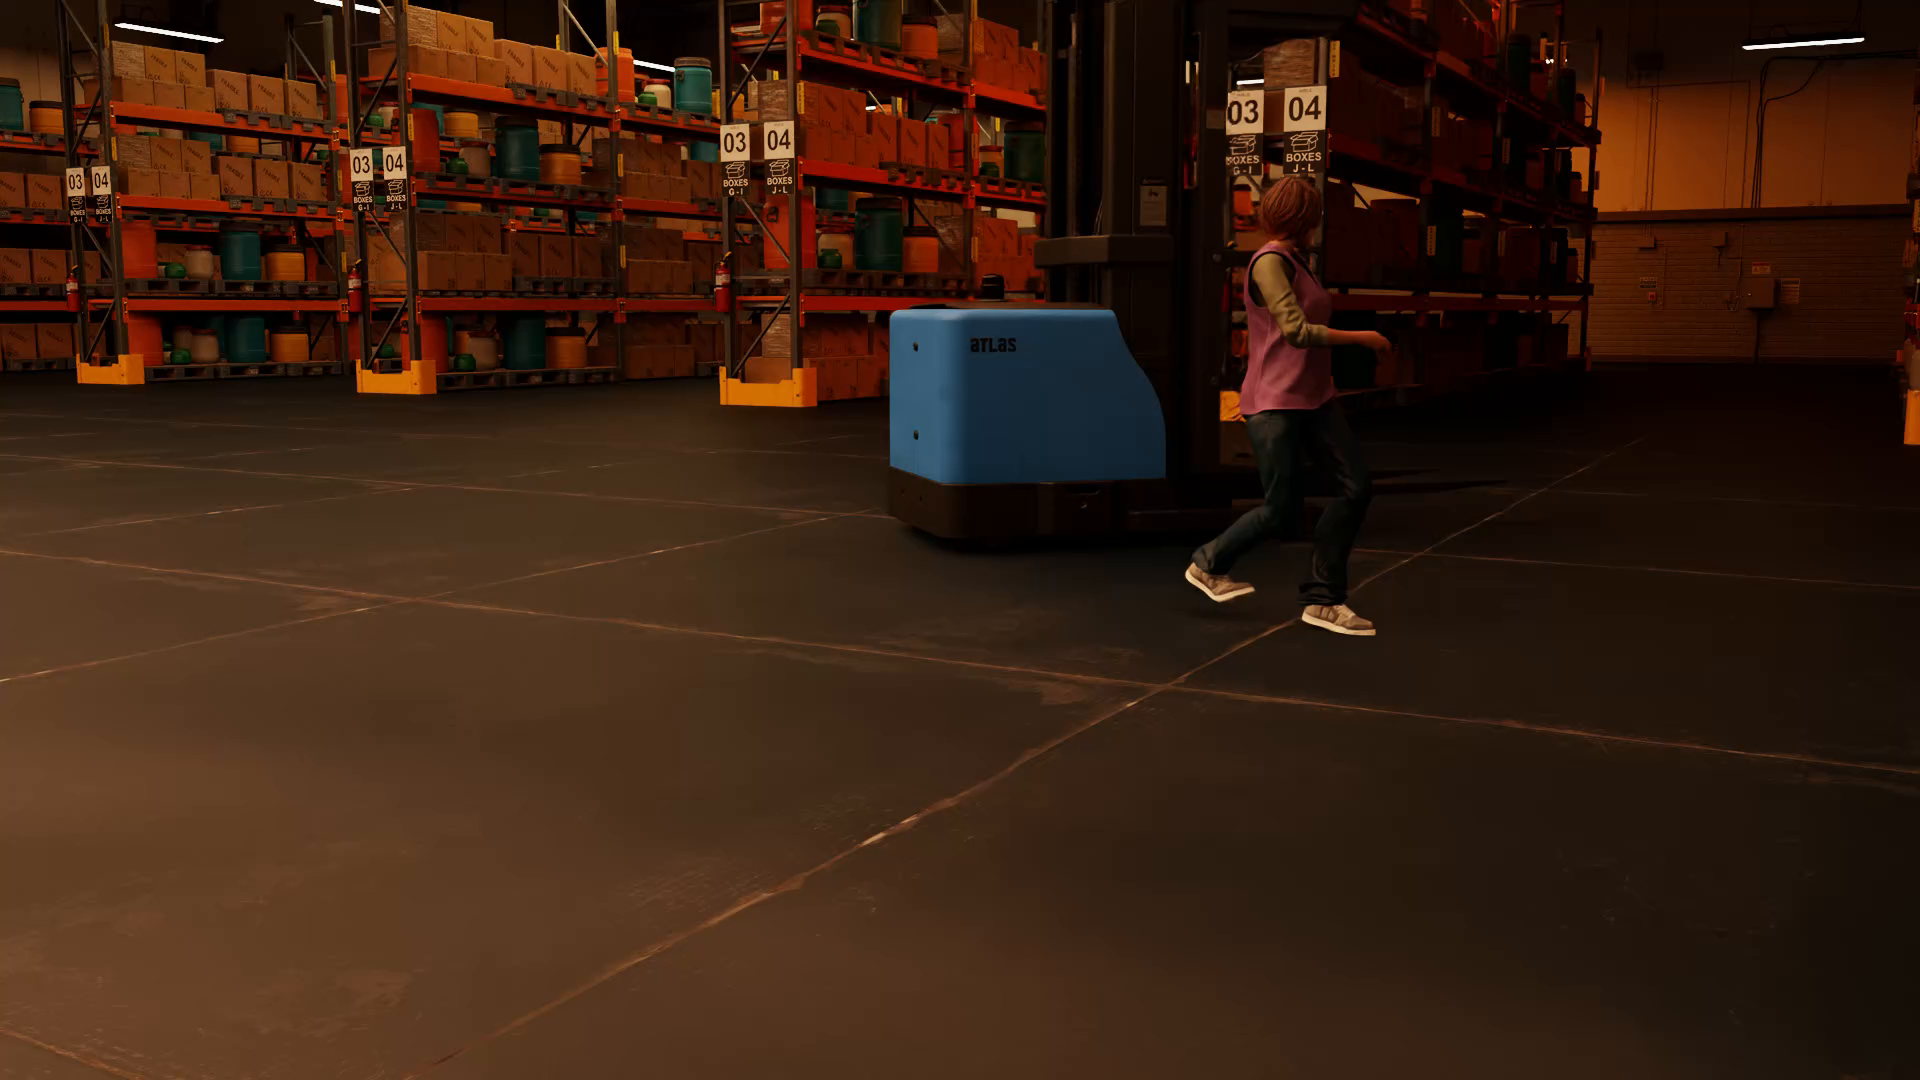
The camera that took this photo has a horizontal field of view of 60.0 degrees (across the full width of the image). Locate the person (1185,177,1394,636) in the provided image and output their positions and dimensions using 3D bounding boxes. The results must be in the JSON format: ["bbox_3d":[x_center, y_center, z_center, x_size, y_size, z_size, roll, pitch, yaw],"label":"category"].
[{"bbox_3d":[1.120,-0.459,5.665,0.720,1.524,0.465,7,11,42],"label":"person"}]

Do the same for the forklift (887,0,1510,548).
[{"bbox_3d":[1.218,-1.511,8.043,3.031,2.935,1.130,-2,8,-17],"label":"forklift"}]
